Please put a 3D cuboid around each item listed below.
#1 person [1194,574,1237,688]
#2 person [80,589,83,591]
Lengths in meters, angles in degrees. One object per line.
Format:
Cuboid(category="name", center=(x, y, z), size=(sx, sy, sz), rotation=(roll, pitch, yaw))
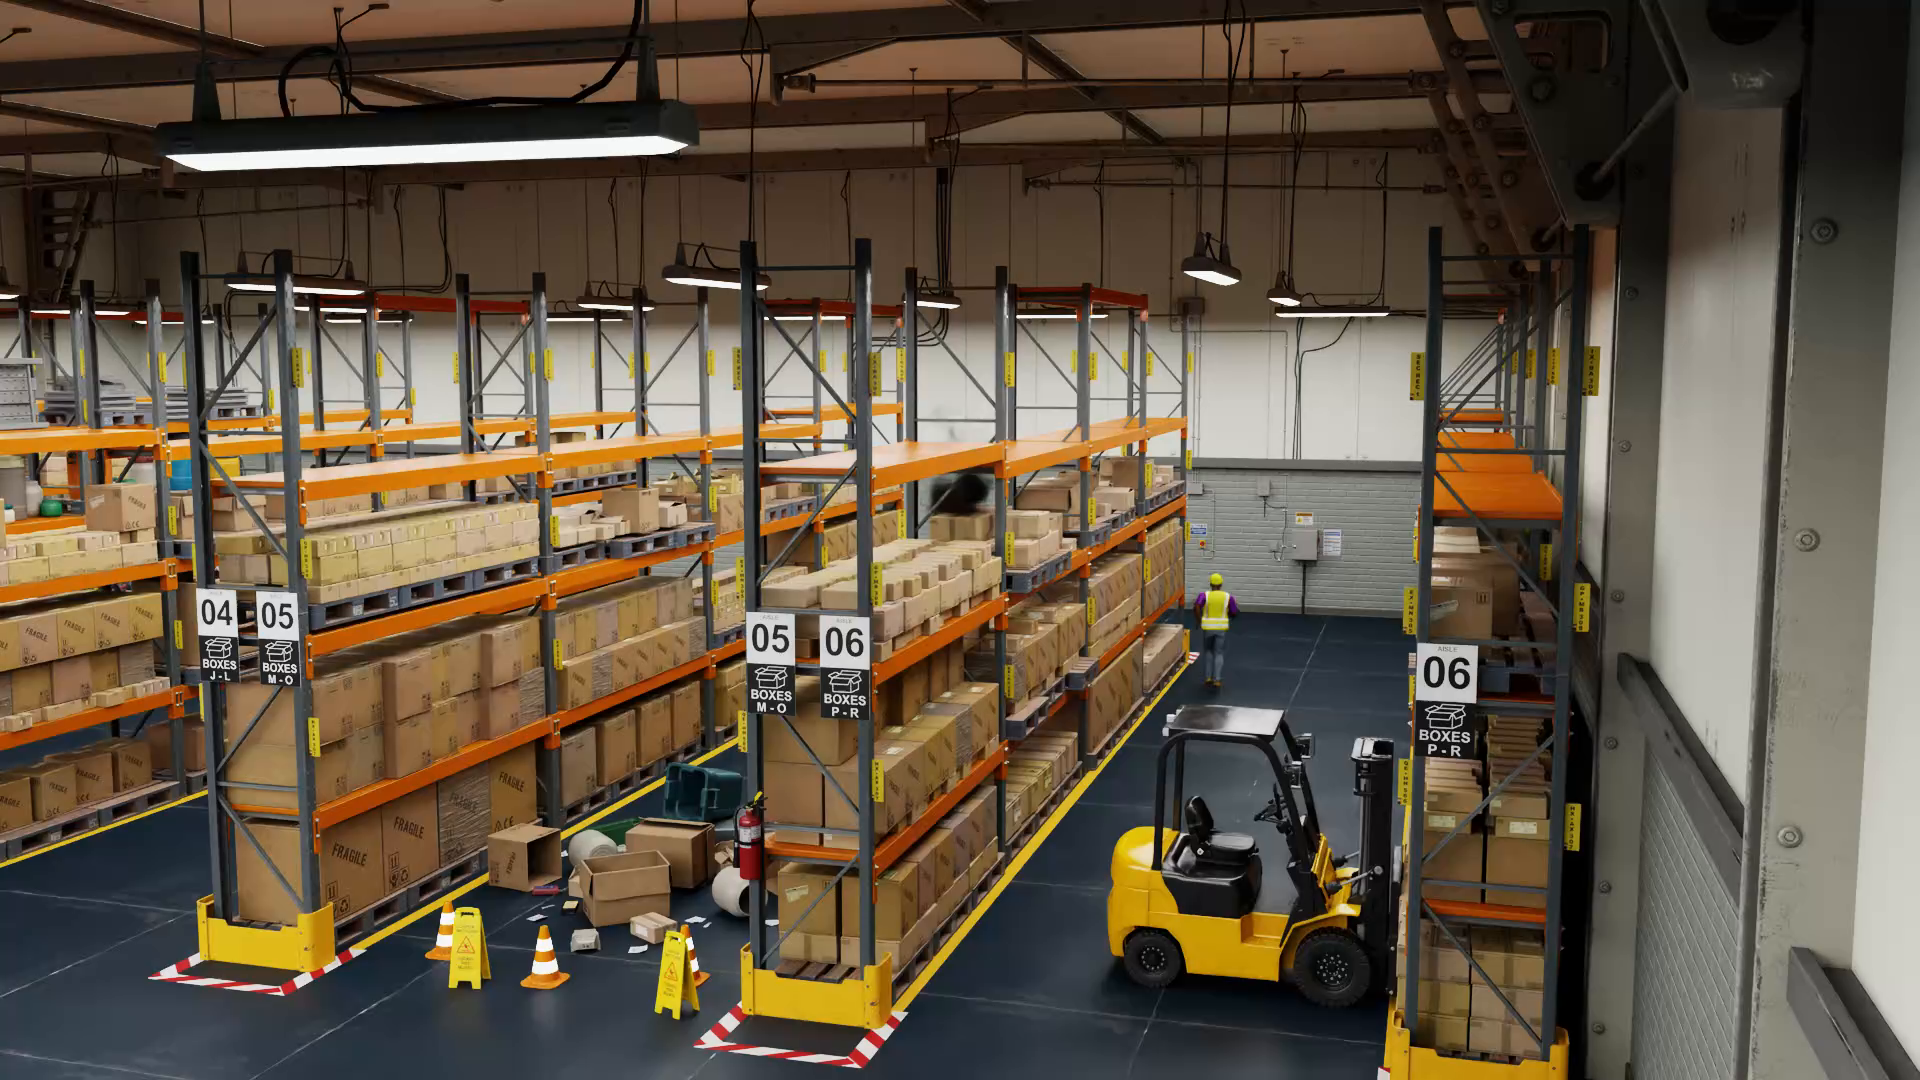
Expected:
Cuboid(category="person", center=(3.944, 1.432, 25.661), size=(0.643, 1.827, 0.821), rotation=(2, 7, 13))
Cuboid(category="person", center=(-14.928, 1.215, 28.059), size=(0.537, 1.596, 0.878), rotation=(0, 6, 2))
